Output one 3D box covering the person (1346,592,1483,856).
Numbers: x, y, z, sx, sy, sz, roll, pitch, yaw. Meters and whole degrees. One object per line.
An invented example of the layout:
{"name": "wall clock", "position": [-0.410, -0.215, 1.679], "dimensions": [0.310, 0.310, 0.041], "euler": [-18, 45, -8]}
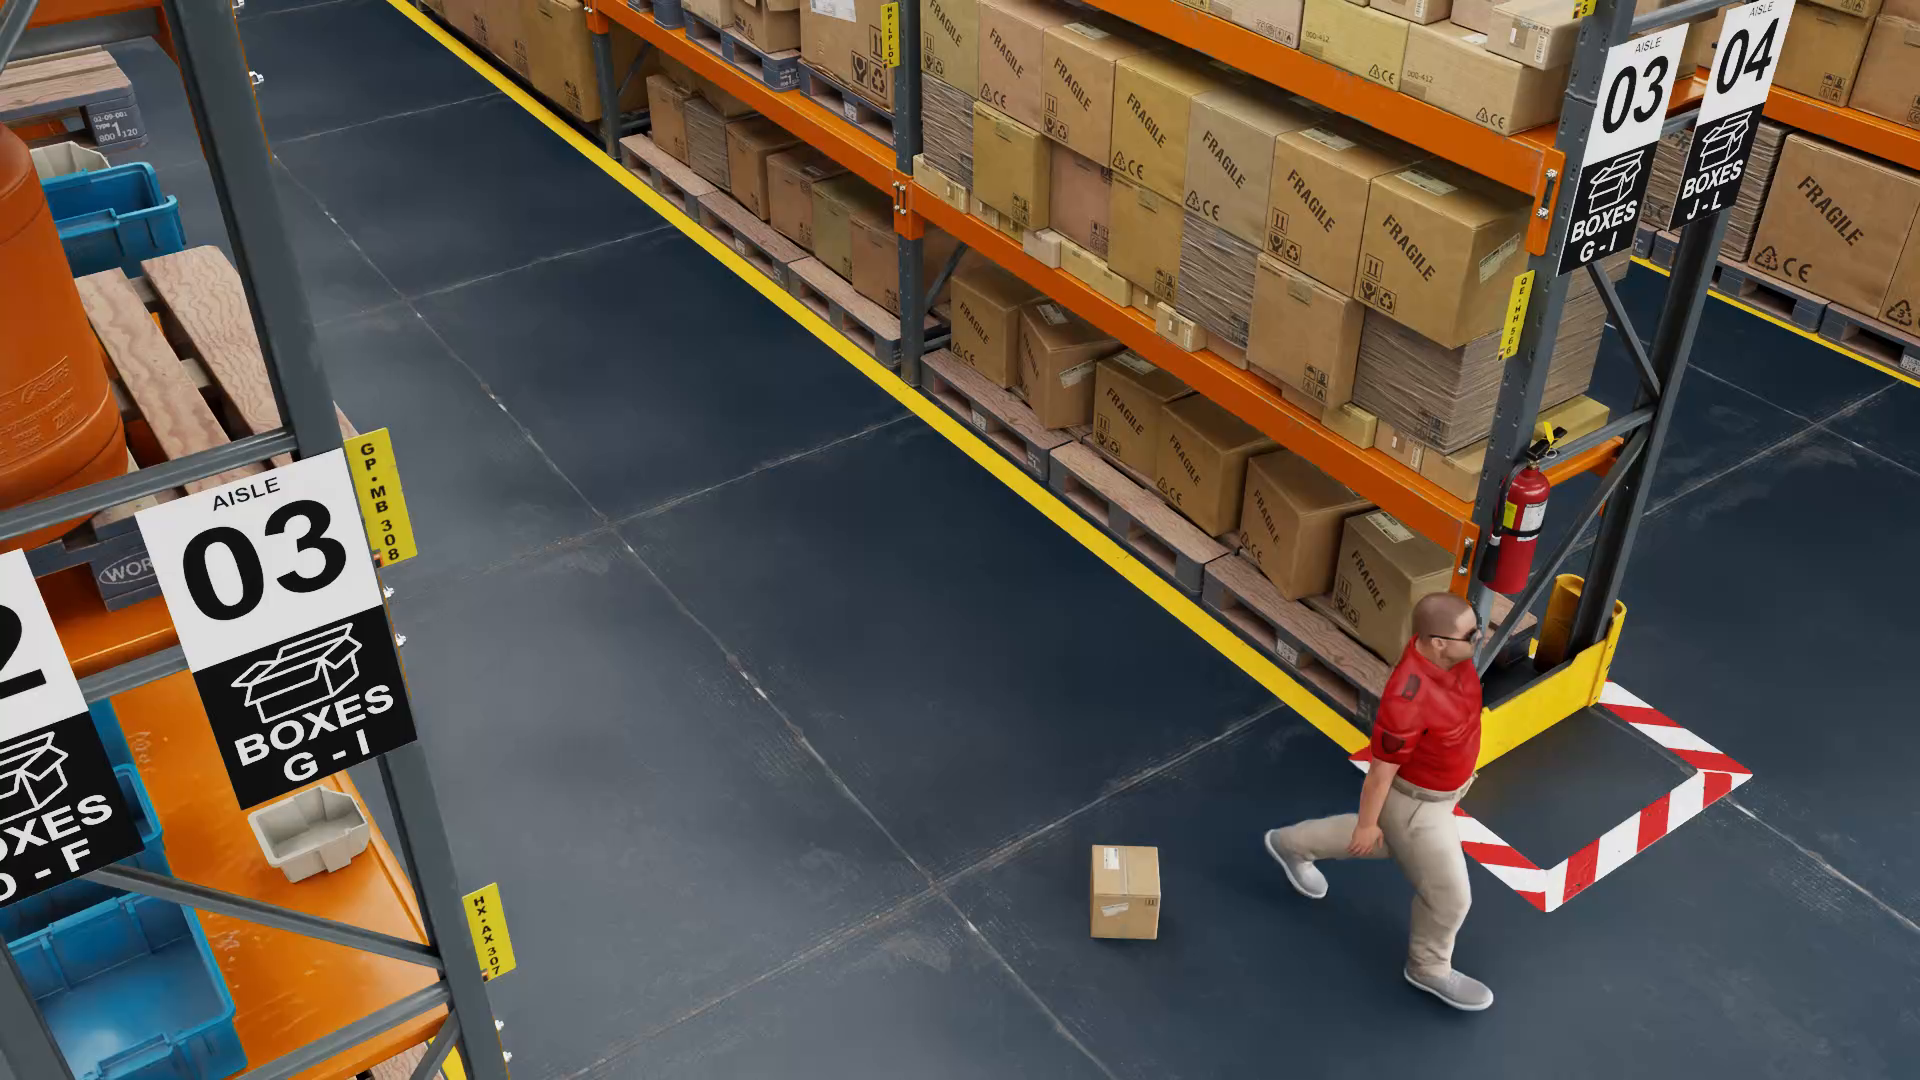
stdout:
{"name": "person", "position": [1.615, 0.603, 5.656], "dimensions": [0.335, 1.045, 0.553], "euler": [17, 39, 21]}
